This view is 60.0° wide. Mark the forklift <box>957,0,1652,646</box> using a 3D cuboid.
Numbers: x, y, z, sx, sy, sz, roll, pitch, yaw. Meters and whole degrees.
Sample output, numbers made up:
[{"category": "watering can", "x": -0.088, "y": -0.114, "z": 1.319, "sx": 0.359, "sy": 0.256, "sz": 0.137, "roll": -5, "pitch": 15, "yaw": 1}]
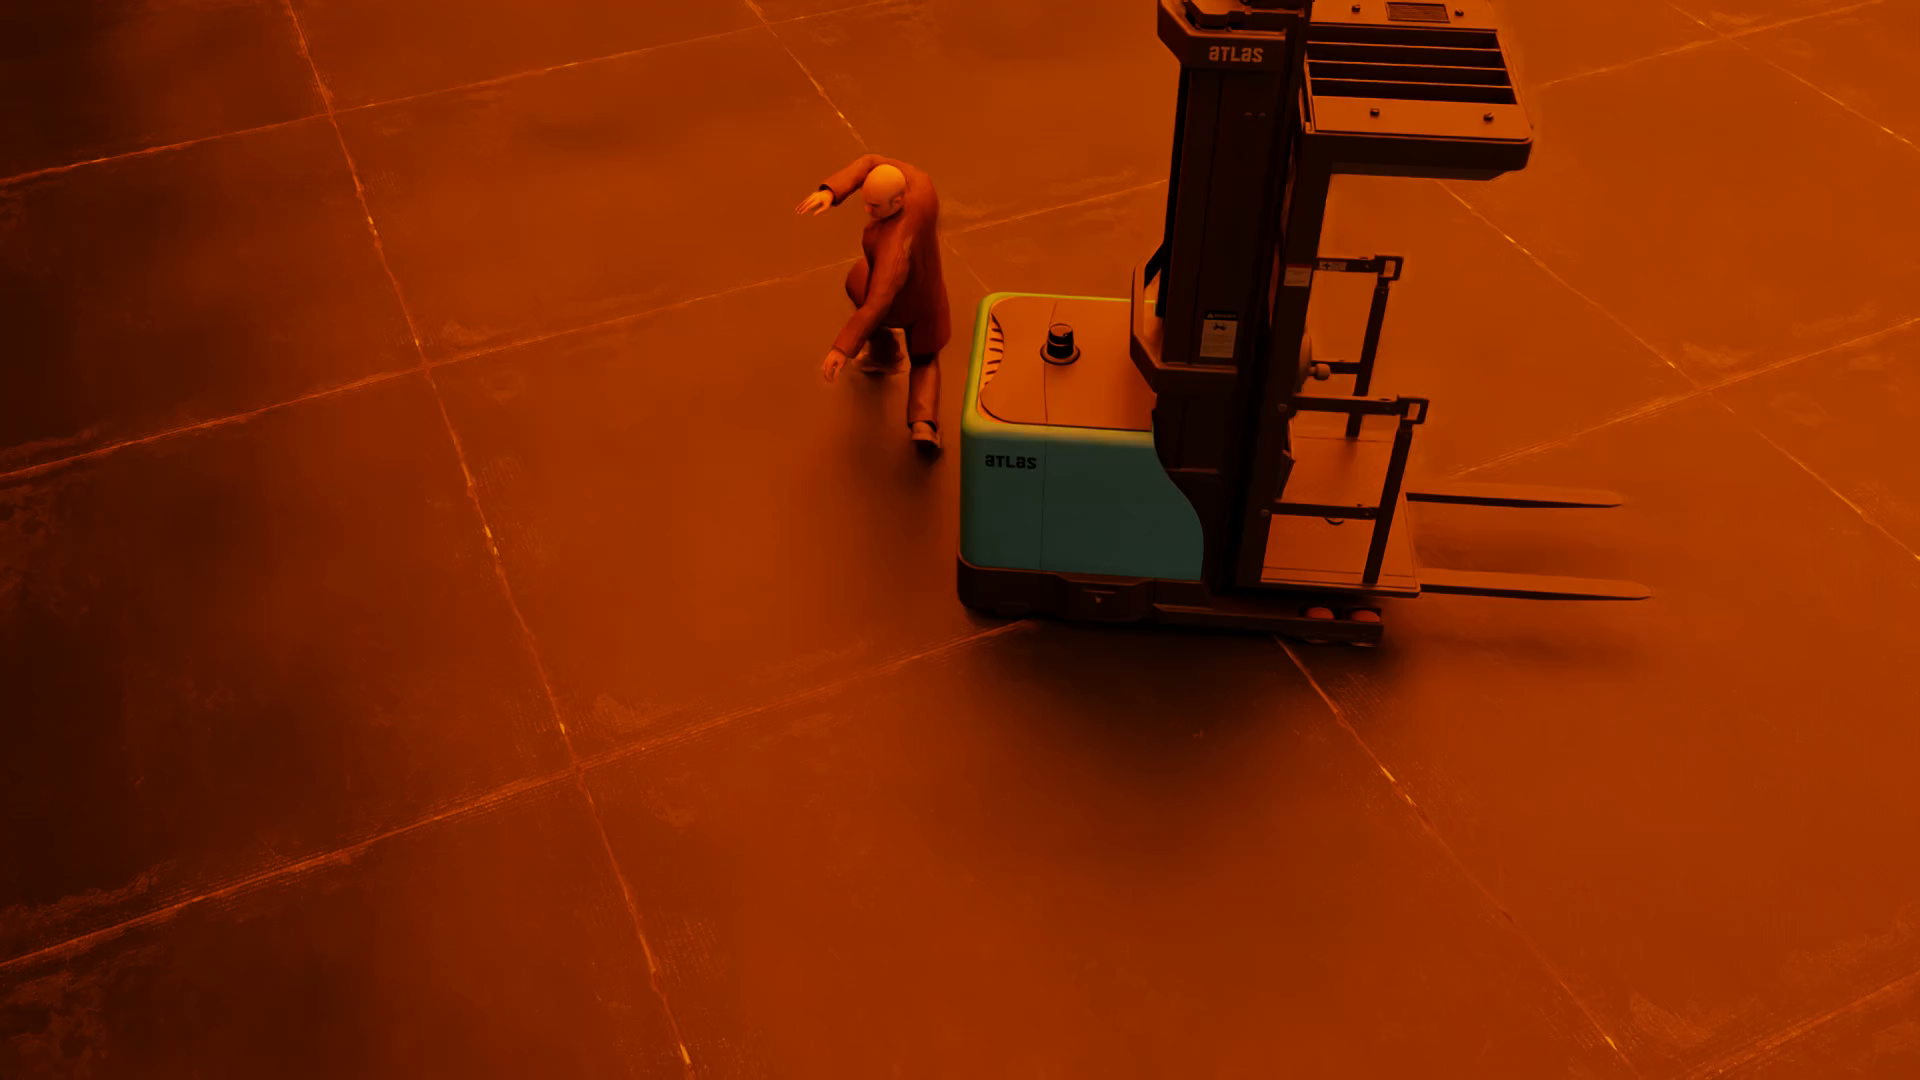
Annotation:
[{"category": "forklift", "x": 1.536, "y": -0.985, "z": 6.736, "sx": 3.031, "sy": 2.935, "sz": 1.130, "roll": 4, "pitch": 43, "yaw": 4}]

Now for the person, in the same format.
[{"category": "person", "x": -0.429, "y": -1.147, "z": 7.998, "sx": 0.862, "sy": 1.509, "sz": 1.042, "roll": -21, "pitch": 47, "yaw": -21}]
